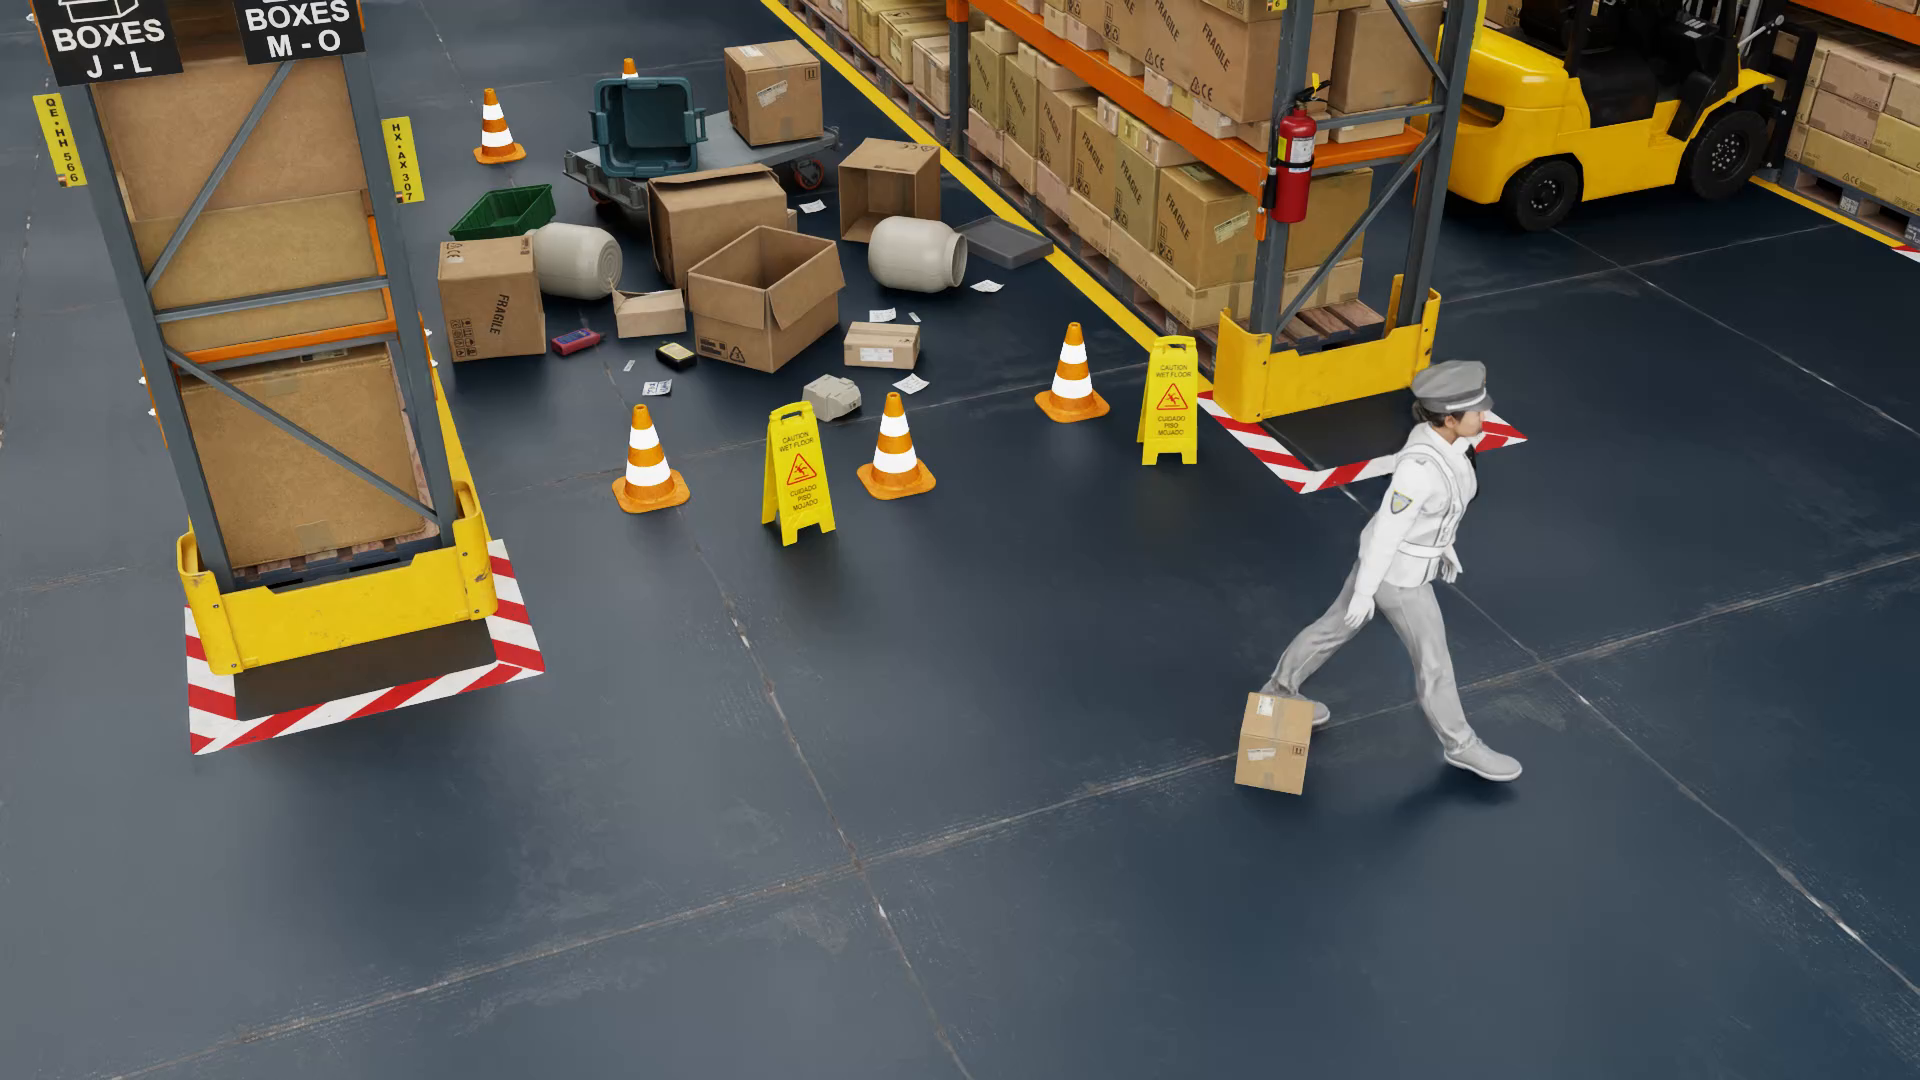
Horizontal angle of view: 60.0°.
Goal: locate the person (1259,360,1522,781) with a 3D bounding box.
[{"bbox_3d":[1.651,0.074,6.000,1.010,1.607,0.510,10,35,14],"label":"person"}]
